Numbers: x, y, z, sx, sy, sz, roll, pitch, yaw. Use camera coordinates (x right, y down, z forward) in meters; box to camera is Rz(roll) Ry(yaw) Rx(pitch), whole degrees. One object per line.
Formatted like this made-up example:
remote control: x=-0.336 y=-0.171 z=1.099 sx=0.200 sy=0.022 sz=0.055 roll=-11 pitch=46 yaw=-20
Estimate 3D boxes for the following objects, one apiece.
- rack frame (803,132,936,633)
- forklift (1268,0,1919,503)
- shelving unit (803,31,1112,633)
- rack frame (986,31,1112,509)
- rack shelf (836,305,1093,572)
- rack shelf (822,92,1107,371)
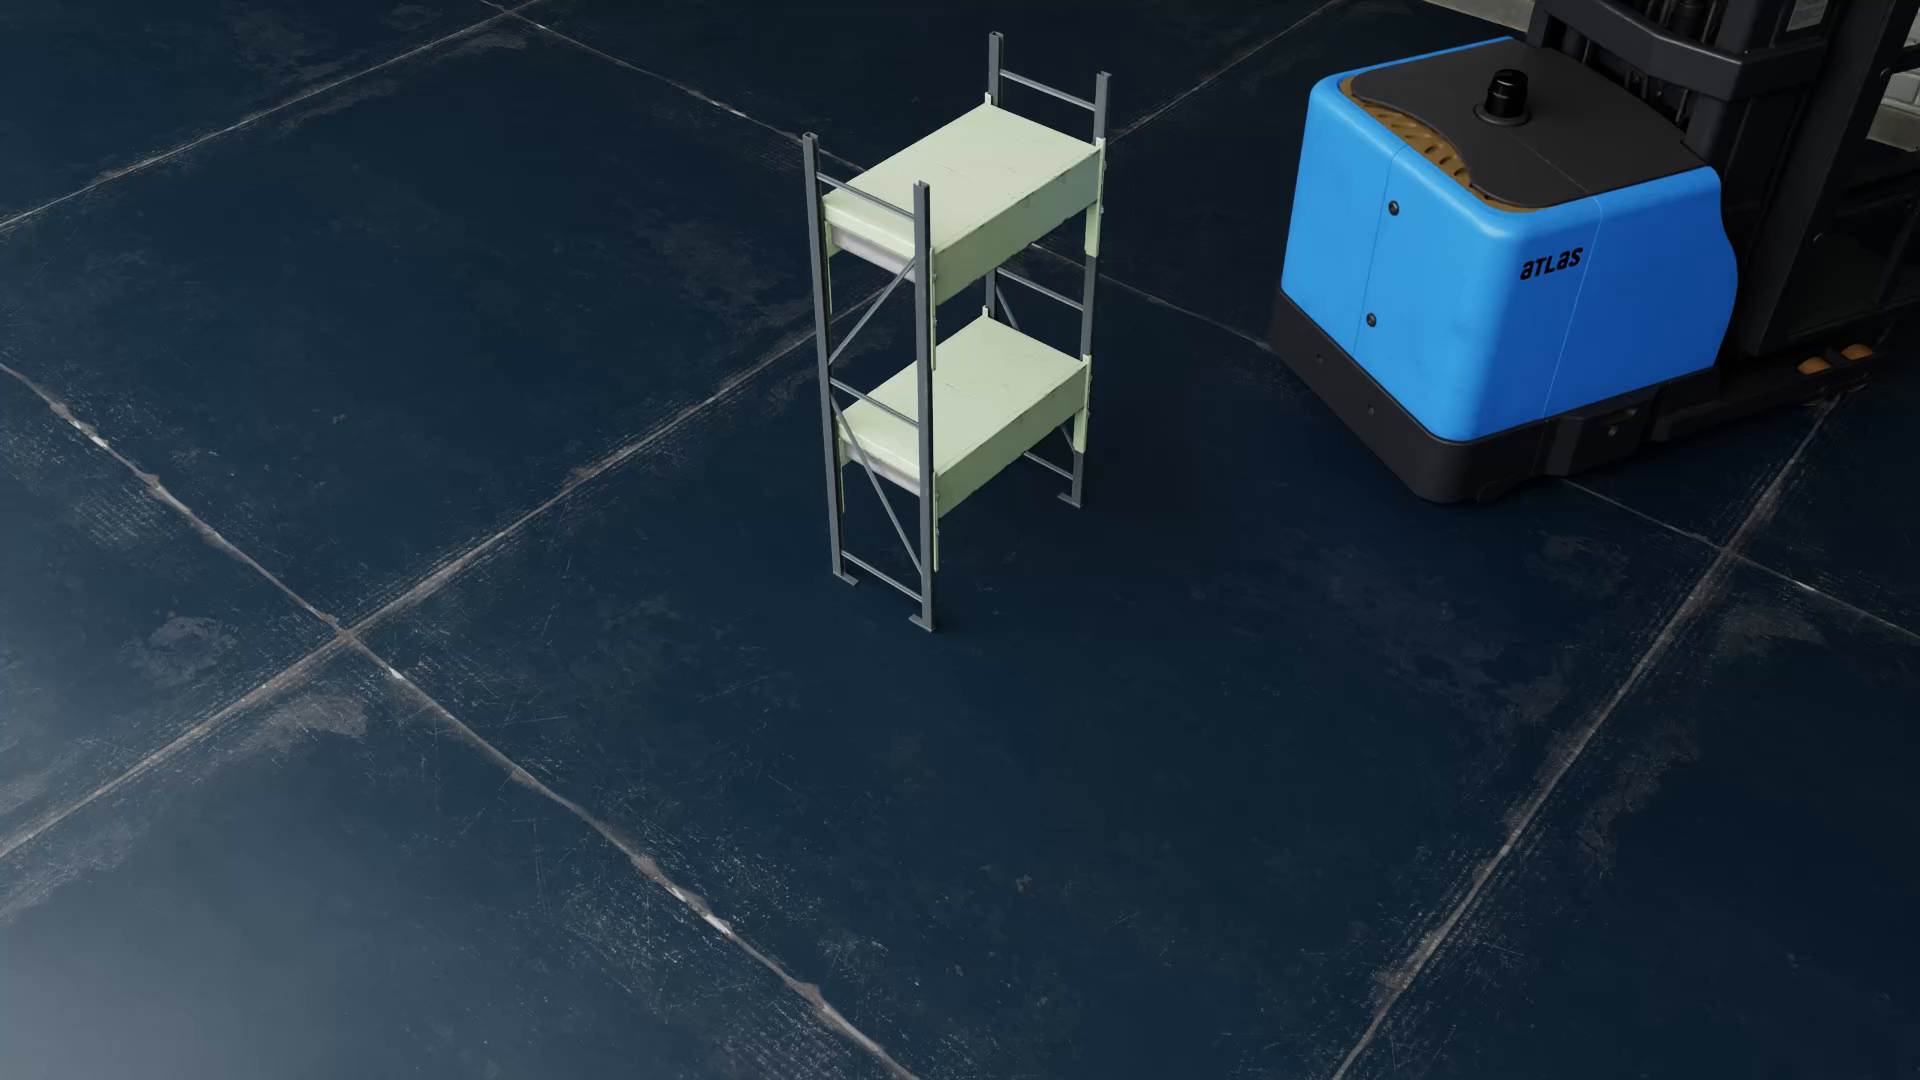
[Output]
rack frame: x=-0.231 y=-0.370 z=4.542 sx=0.400 sy=1.500 sz=0.023 roll=29 pitch=50 yaw=28
forklift: x=2.659 y=-1.859 z=5.115 sx=3.031 sy=2.935 sz=1.130 roll=-17 pitch=45 yaw=-17
shelving unit: x=0.004 y=-0.558 z=4.749 sx=0.431 sy=1.500 sz=0.755 roll=29 pitch=50 yaw=28
rack frame: x=0.240 y=-0.747 z=4.957 sx=0.400 sy=1.500 sz=0.023 roll=29 pitch=50 yaw=28
rack shelf: x=0.004 y=-0.317 z=4.969 sx=0.431 sy=0.370 sz=0.720 roll=29 pitch=50 yaw=28
rack shelf: x=0.004 y=-0.847 z=4.487 sx=0.431 sy=0.370 sz=0.720 roll=29 pitch=50 yaw=28
